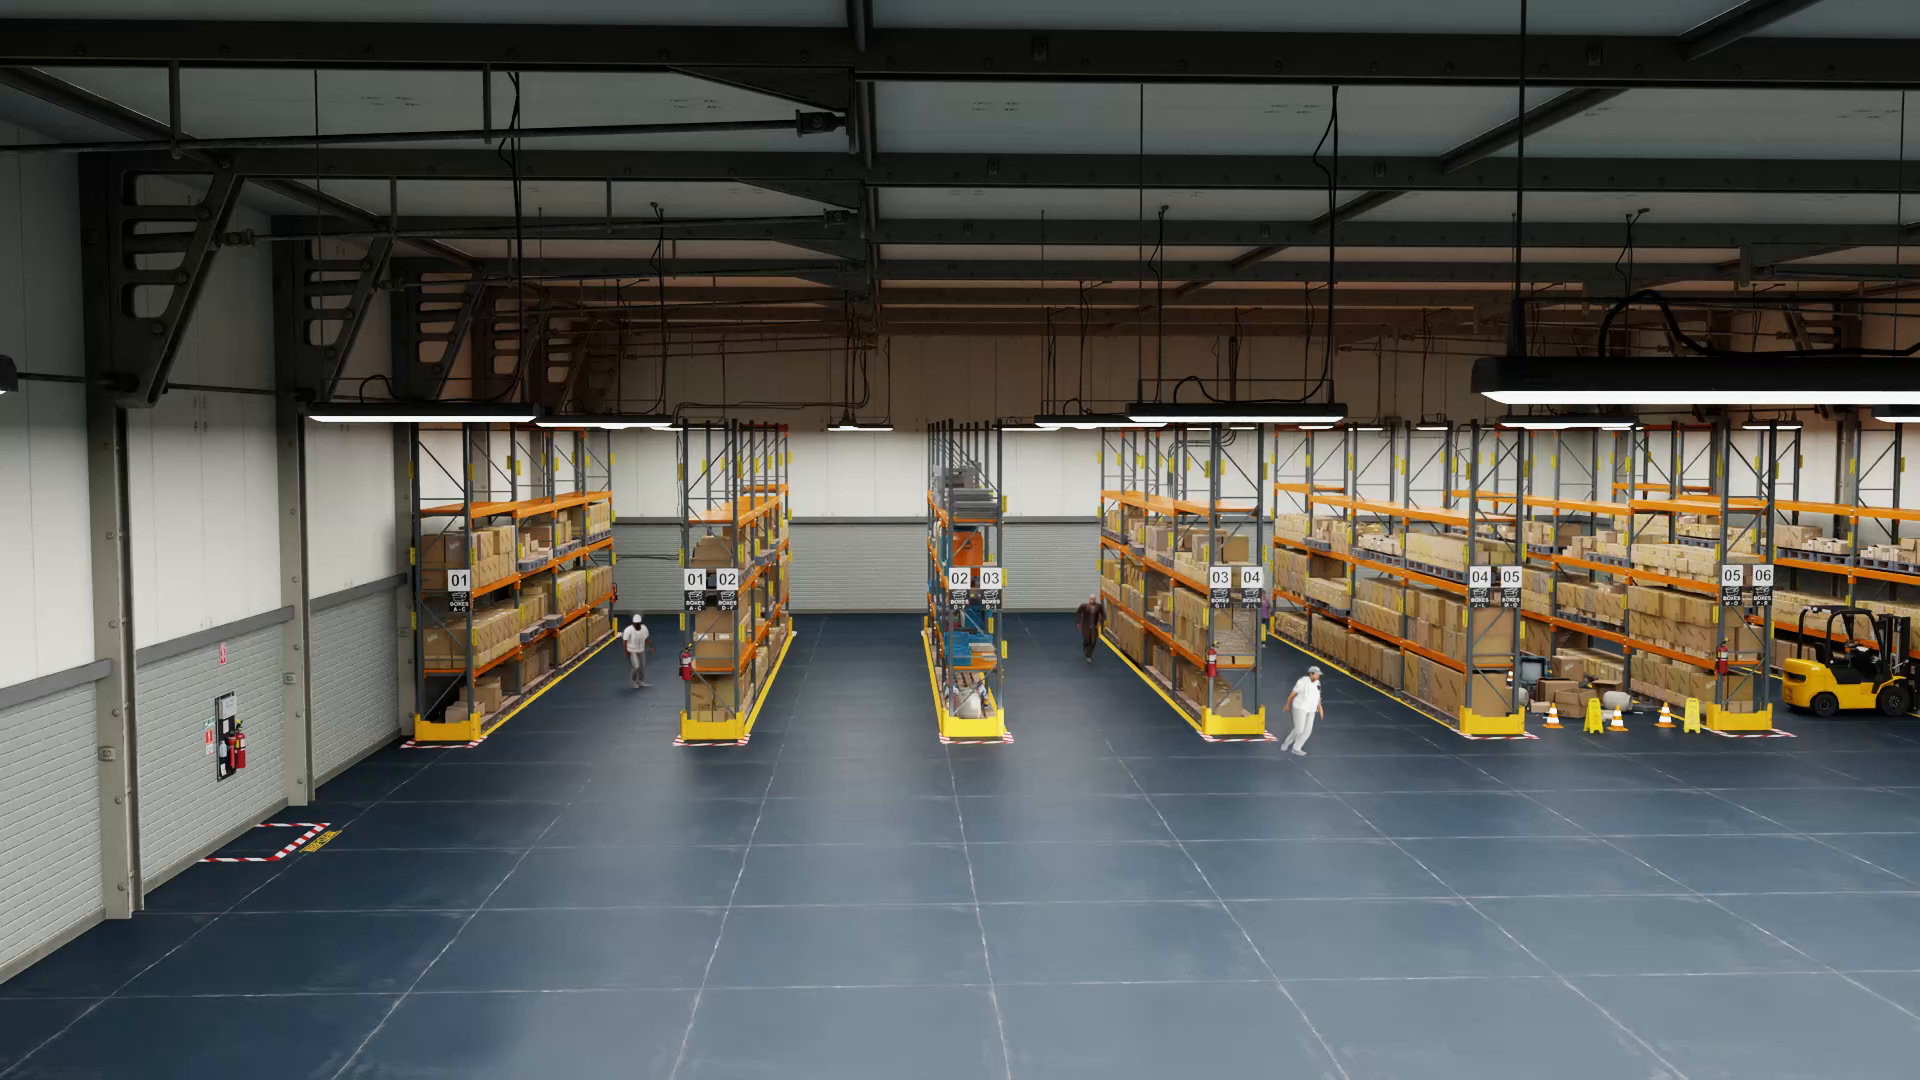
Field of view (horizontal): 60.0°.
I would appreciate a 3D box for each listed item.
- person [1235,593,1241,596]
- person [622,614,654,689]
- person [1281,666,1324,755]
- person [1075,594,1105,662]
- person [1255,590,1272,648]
[{"bbox_3d":[8.142,1.768,48.438,0.703,1.735,0.849,2,4,25],"label":"person"},{"bbox_3d":[-7.241,2.489,37.334,0.699,1.698,0.624,-4,5,-44],"label":"person"},{"bbox_3d":[6.108,3.030,29.566,0.667,1.616,0.627,-2,4,-28],"label":"person"},{"bbox_3d":[3.269,2.196,41.823,0.698,1.714,0.718,-1,4,-13],"label":"person"},{"bbox_3d":[8.097,2.099,44.578,0.549,1.569,0.632,0,4,-7],"label":"person"}]
